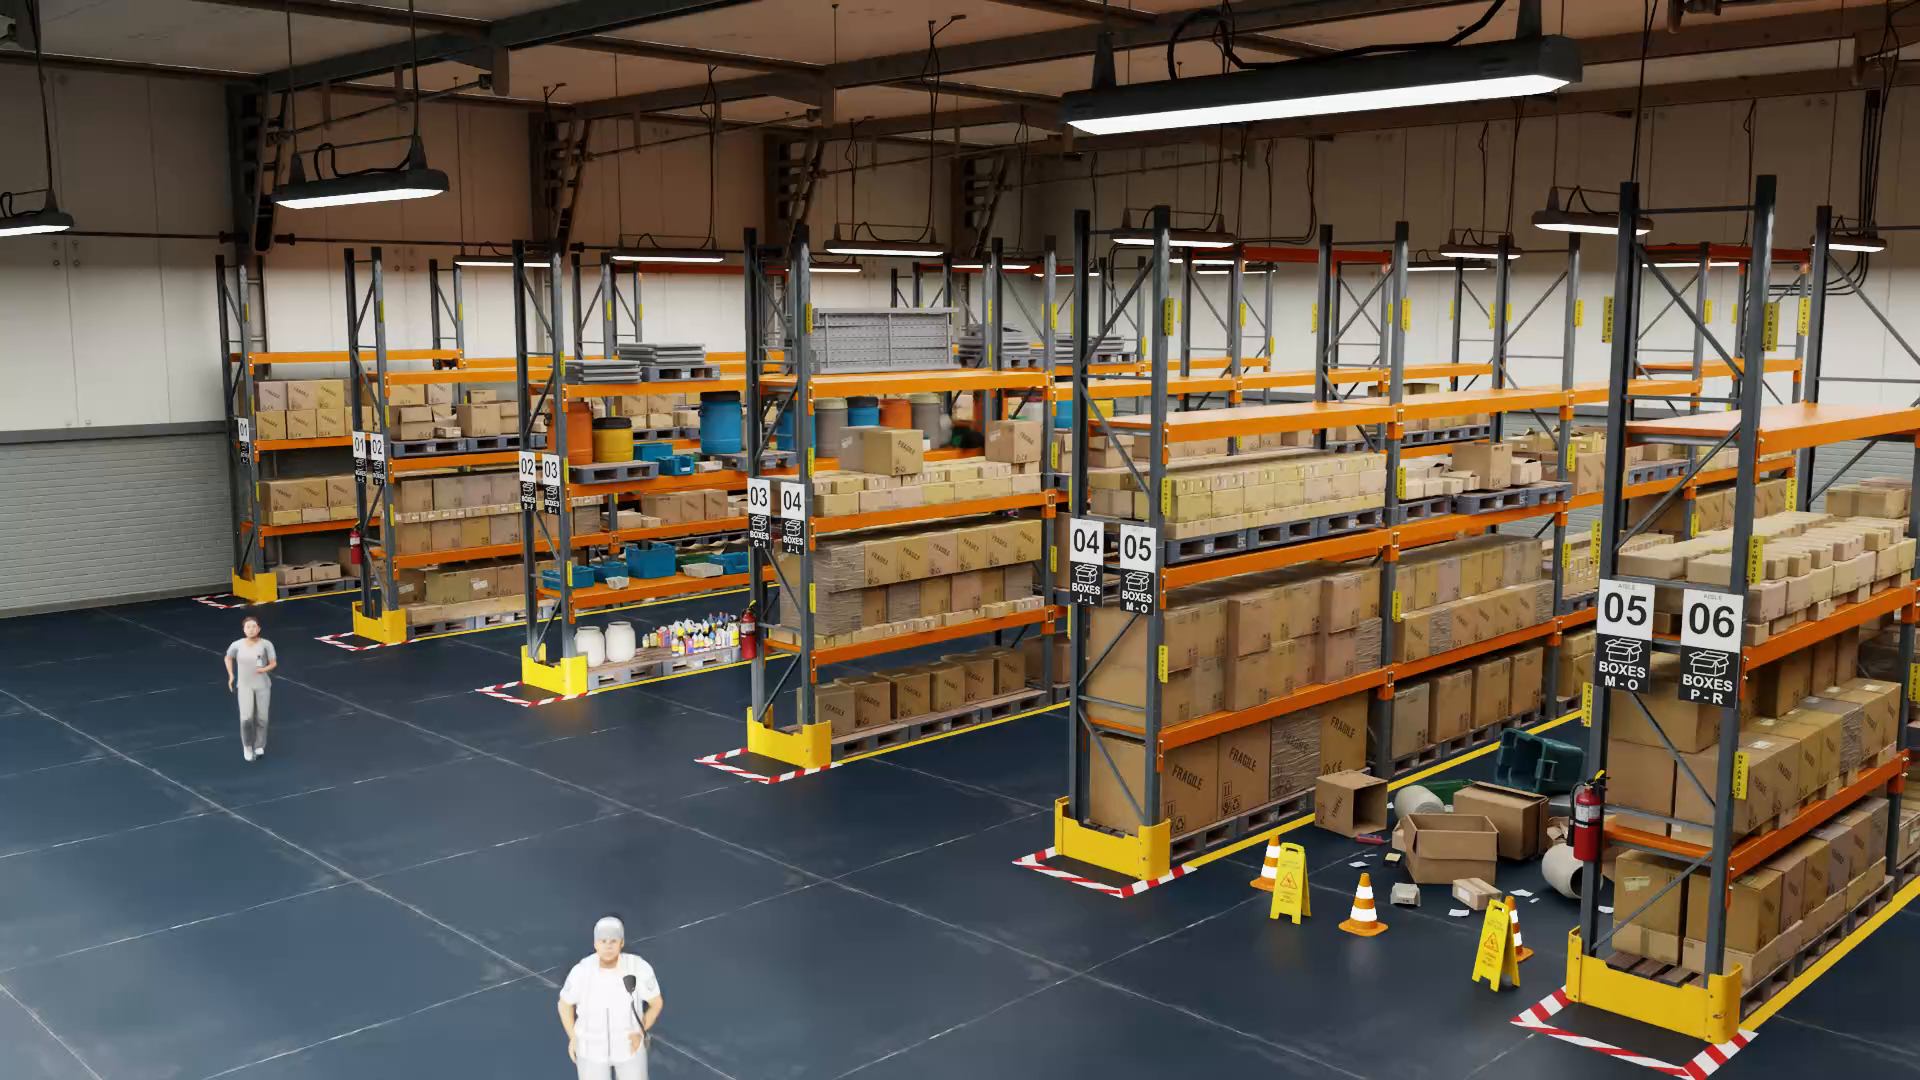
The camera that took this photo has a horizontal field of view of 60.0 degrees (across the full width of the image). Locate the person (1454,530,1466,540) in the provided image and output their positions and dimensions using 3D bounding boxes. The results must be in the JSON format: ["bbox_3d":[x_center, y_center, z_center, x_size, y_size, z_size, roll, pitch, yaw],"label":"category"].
[{"bbox_3d":[7.913,0.634,26.257,0.649,1.684,0.647,6,10,38],"label":"person"}]

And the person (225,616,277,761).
[{"bbox_3d":[-7.998,1.681,18.806,0.536,1.641,0.653,-4,9,-24],"label":"person"}]

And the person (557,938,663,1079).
[{"bbox_3d":[-2.052,2.975,9.771,0.611,1.534,0.574,-1,8,-9],"label":"person"}]
